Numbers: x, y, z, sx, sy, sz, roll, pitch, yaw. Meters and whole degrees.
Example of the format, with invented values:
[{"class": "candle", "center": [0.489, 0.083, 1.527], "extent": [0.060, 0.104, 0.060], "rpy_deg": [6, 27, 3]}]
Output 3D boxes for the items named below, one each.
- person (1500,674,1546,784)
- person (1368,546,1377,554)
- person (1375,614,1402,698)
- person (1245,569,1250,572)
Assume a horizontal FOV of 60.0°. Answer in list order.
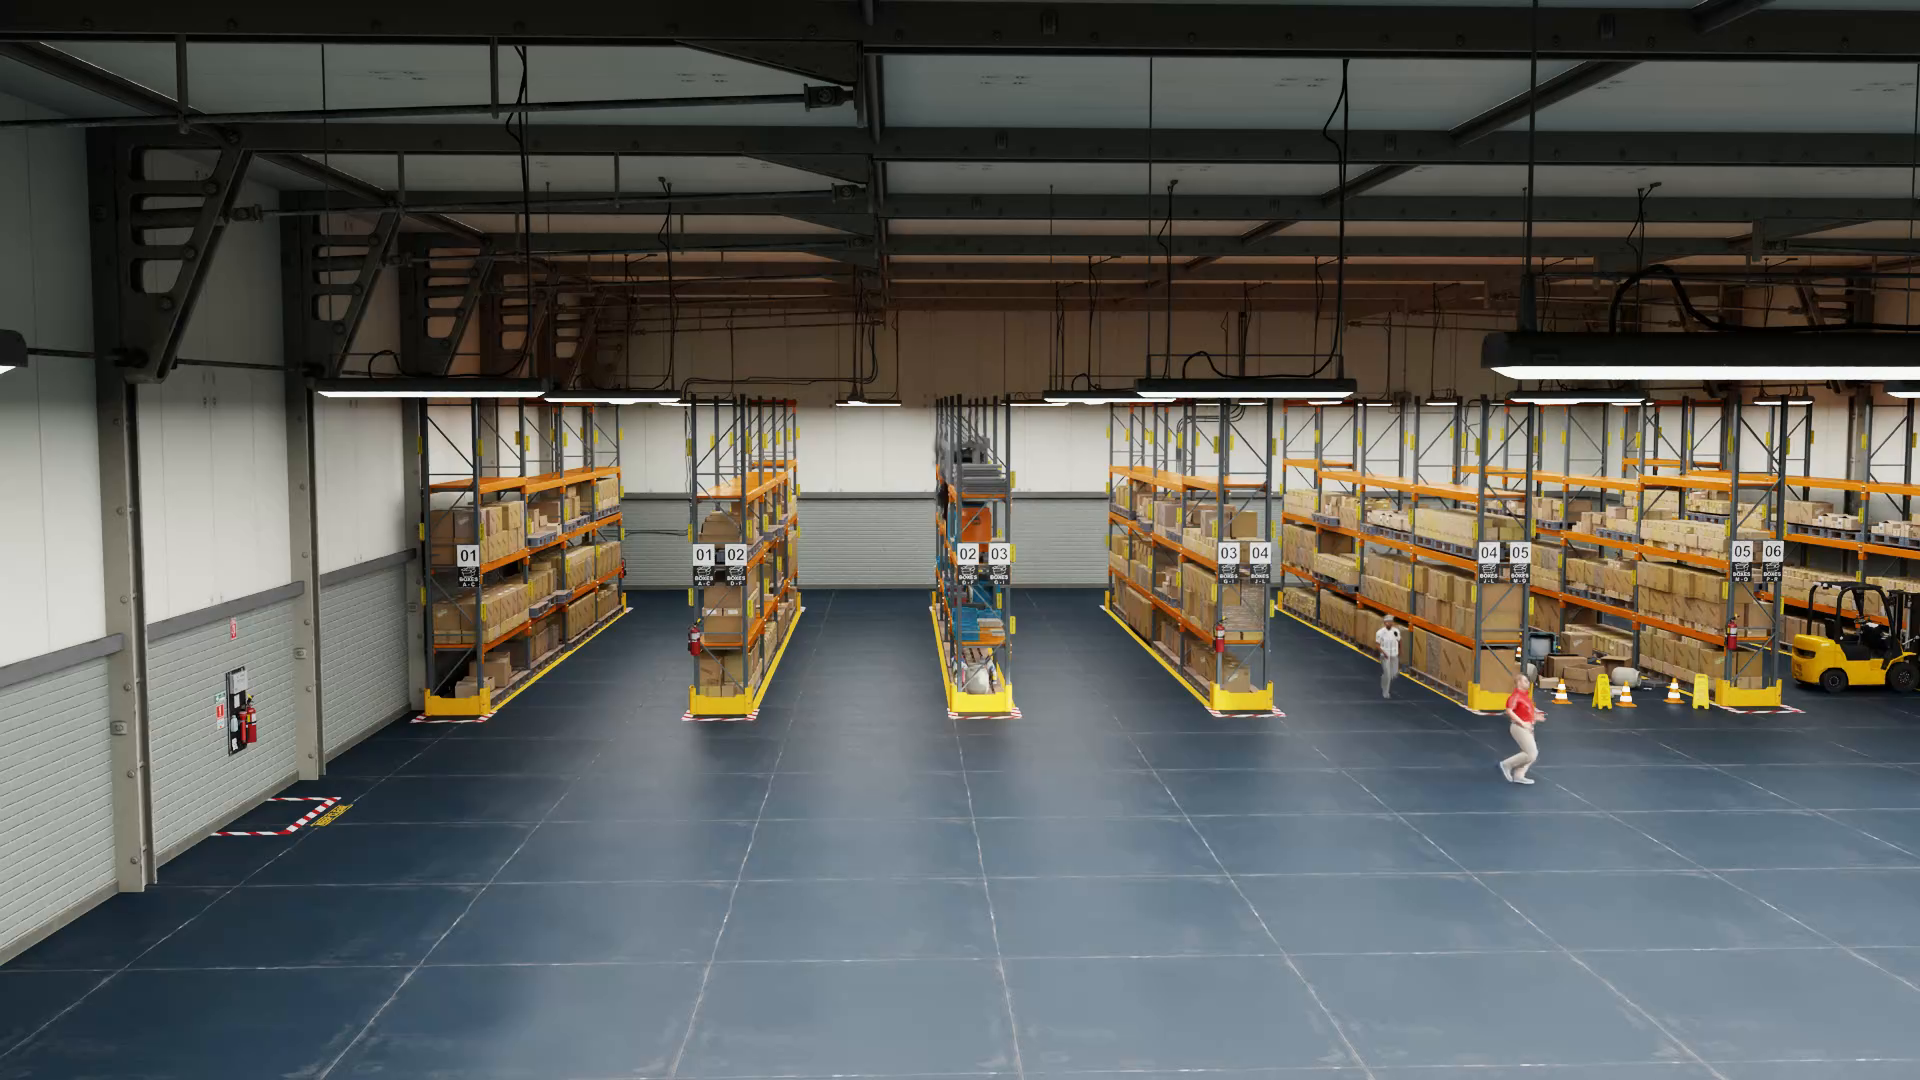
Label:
[{"class": "person", "center": [8.586, 2.919, 25.362], "extent": [0.619, 1.609, 0.658], "rpy_deg": [2, 5, 27]}, {"class": "person", "center": [12.134, 1.019, 49.217], "extent": [0.542, 1.666, 0.598], "rpy_deg": [0, 4, 2]}, {"class": "person", "center": [8.535, 2.297, 33.127], "extent": [0.584, 1.671, 0.634], "rpy_deg": [0, 5, -5]}, {"class": "person", "center": [8.399, 1.123, 48.616], "extent": [0.764, 1.548, 0.588], "rpy_deg": [4, 6, 40]}]
